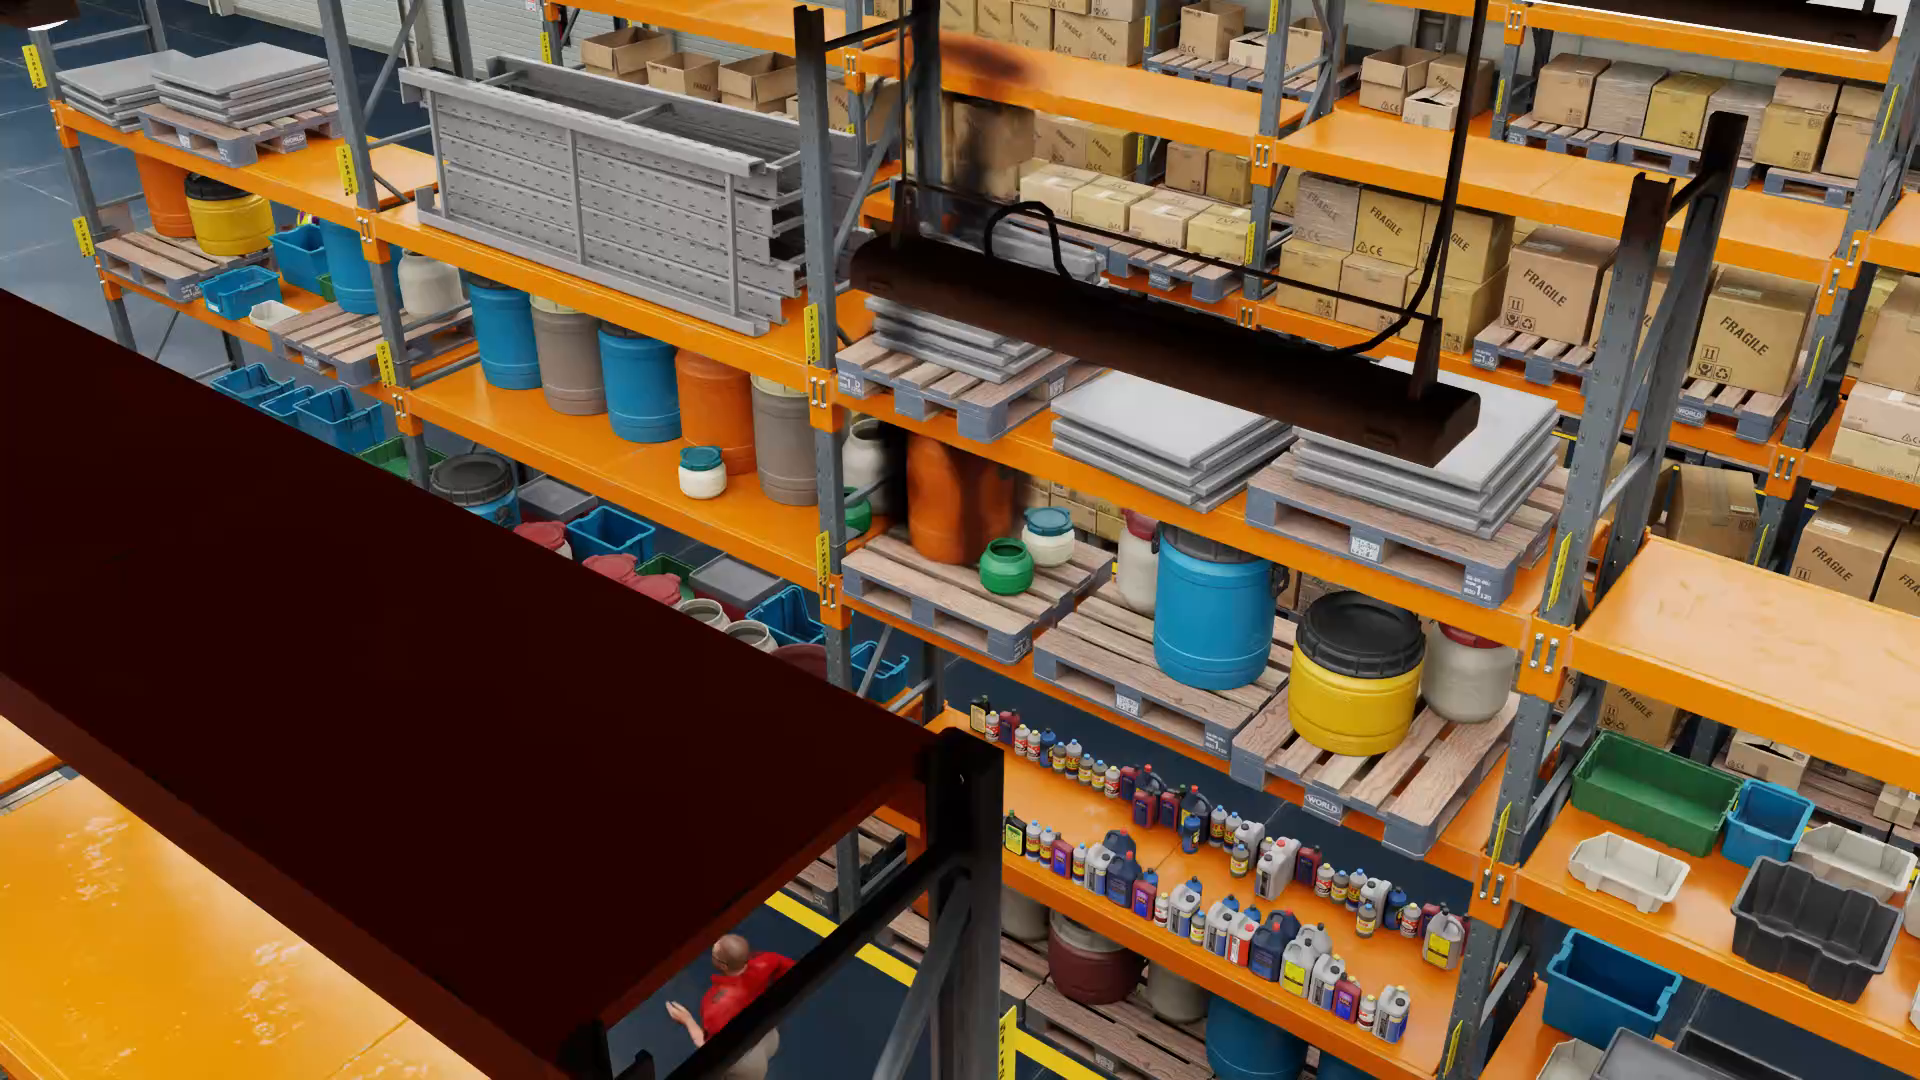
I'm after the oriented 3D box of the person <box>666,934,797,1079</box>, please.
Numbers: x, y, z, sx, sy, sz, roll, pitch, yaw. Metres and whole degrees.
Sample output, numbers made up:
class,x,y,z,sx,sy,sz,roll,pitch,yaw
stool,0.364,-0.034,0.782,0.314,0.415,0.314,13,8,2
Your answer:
class,x,y,z,sx,sy,sz,roll,pitch,yaw
person,-1.184,2.778,8.980,0.764,1.784,0.635,11,33,17

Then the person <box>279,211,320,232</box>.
class,x,y,z,sx,sy,sz,roll,pitch,yaw
person,-7.207,-3.266,18.875,0.950,1.781,0.688,-19,36,-28
